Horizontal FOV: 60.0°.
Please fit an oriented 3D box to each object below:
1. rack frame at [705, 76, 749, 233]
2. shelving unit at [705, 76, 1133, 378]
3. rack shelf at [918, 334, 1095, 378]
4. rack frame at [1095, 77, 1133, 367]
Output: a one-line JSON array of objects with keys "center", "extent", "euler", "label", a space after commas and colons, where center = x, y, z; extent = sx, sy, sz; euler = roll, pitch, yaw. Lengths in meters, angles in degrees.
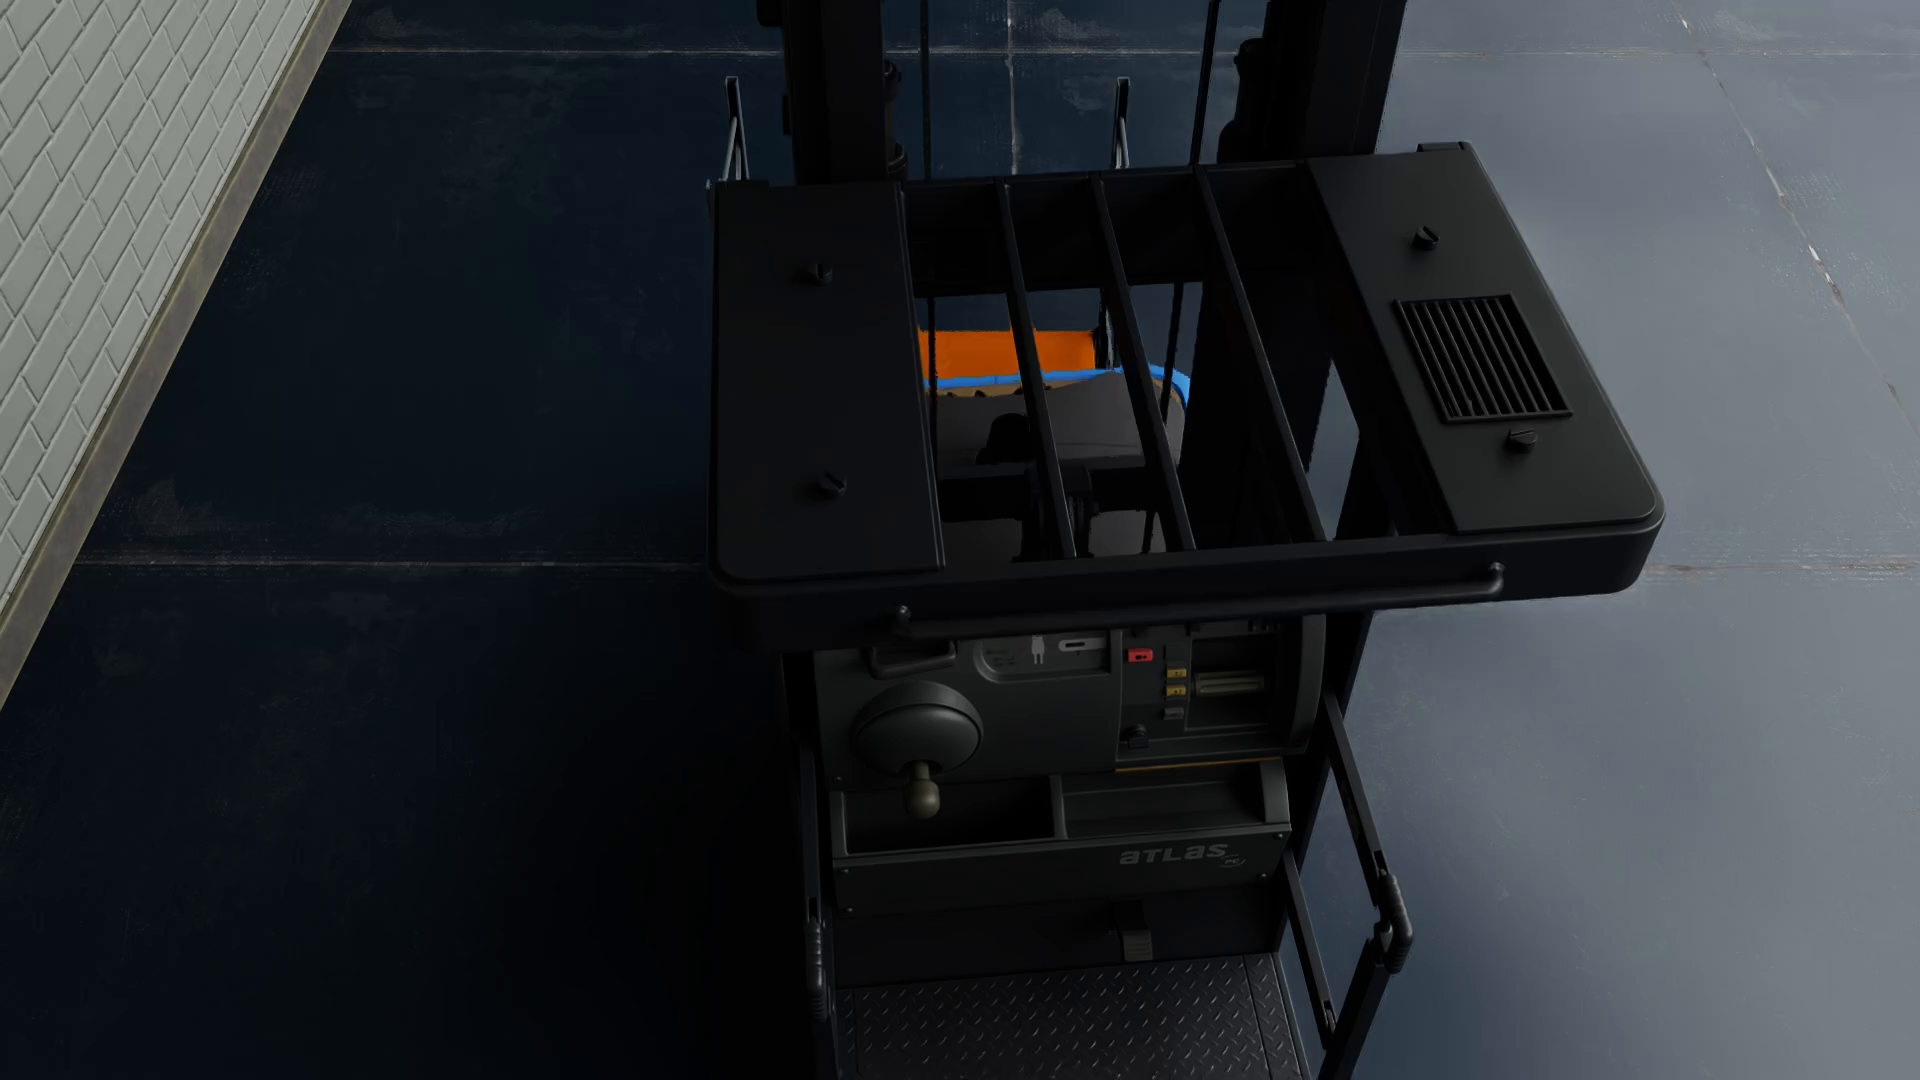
[{"center": [-0.594, -0.513, 4.703], "extent": [0.032, 1.500, 0.500], "euler": [0, 47, 0], "label": "rack frame"}, {"center": [-0.076, -0.511, 4.701], "extent": [1.083, 1.500, 0.587], "euler": [0, 47, 0], "label": "shelving unit"}, {"center": [-0.085, -0.434, 4.784], "extent": [0.952, 0.026, 0.459], "euler": [0, 47, 0], "label": "rack shelf"}, {"center": [0.423, -0.510, 4.700], "extent": [0.032, 1.500, 0.500], "euler": [0, 47, 0], "label": "rack frame"}]
